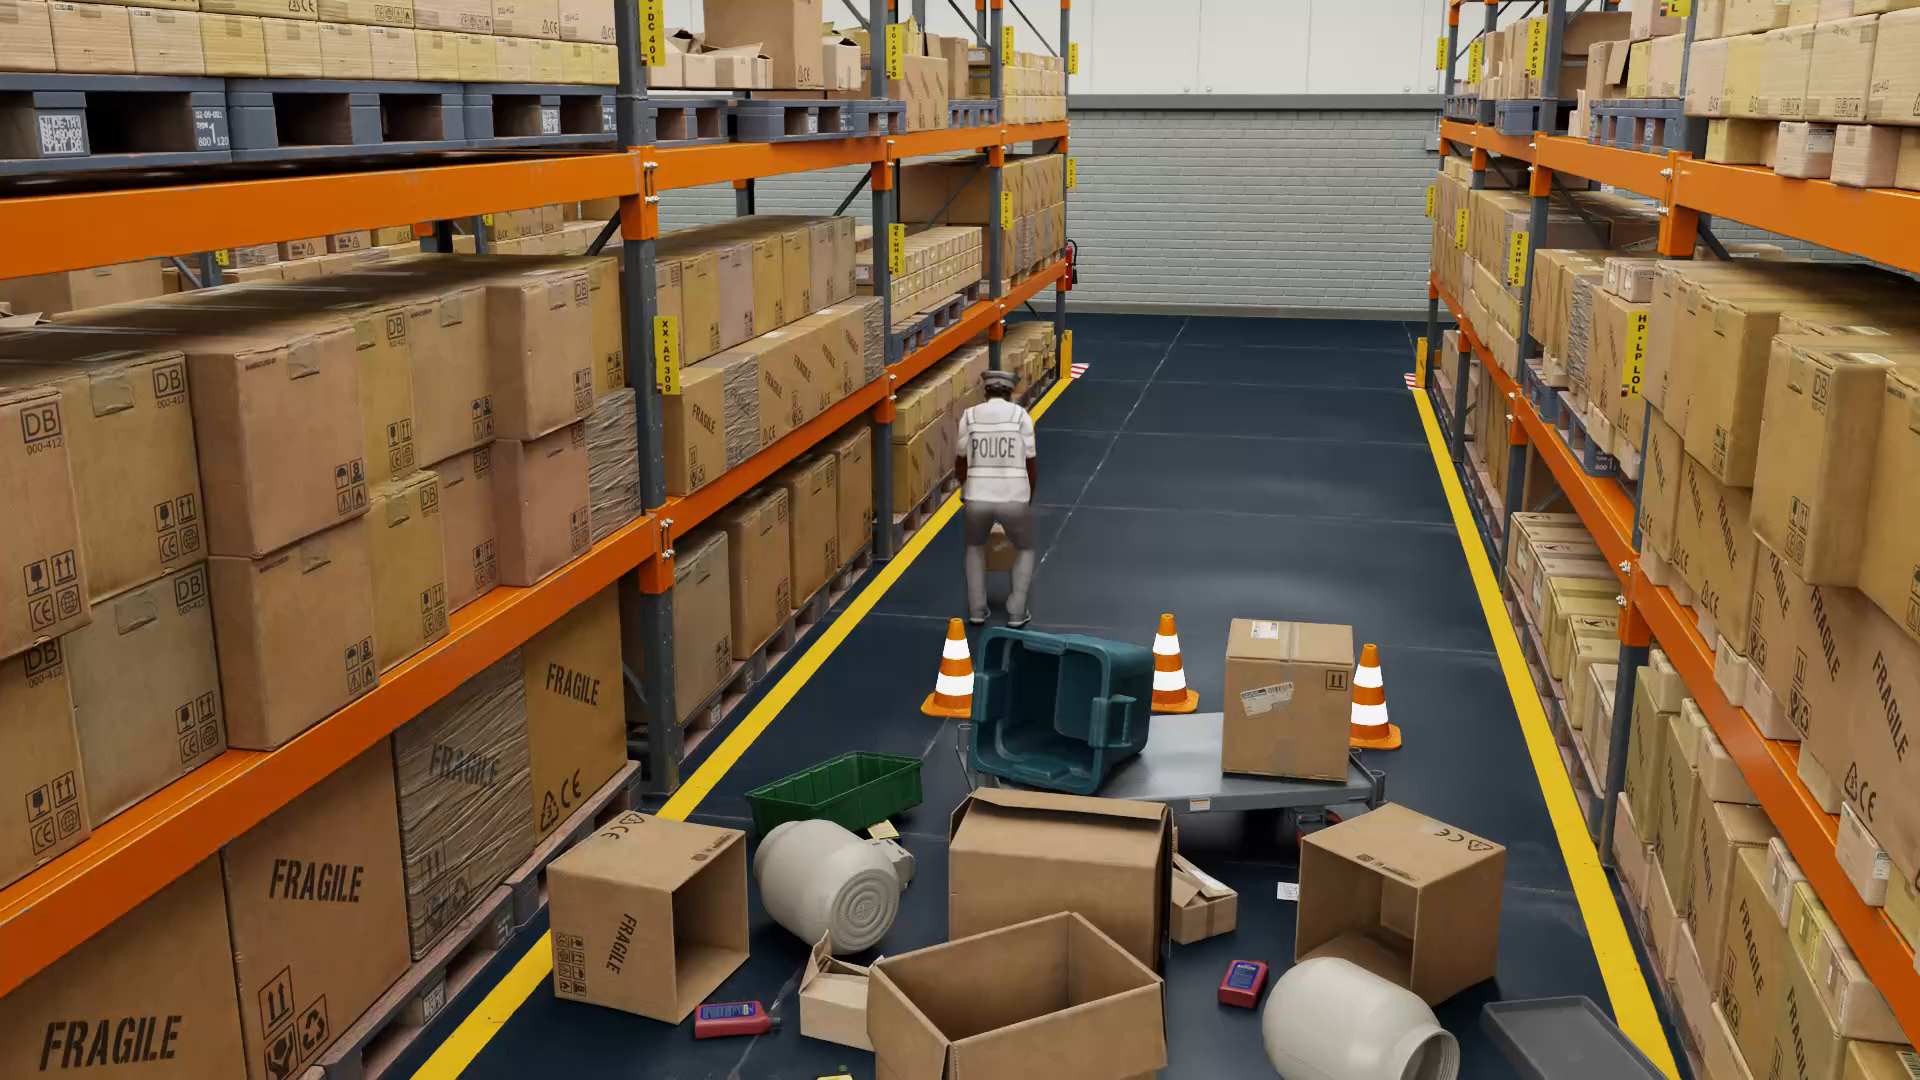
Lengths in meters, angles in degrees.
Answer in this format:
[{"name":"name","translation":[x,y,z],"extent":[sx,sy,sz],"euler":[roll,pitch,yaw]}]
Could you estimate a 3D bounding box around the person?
[{"name":"person","translation":[0.204,-0.242,9.800],"extent":[0.490,1.487,0.628],"euler":[3,15,11]}]
